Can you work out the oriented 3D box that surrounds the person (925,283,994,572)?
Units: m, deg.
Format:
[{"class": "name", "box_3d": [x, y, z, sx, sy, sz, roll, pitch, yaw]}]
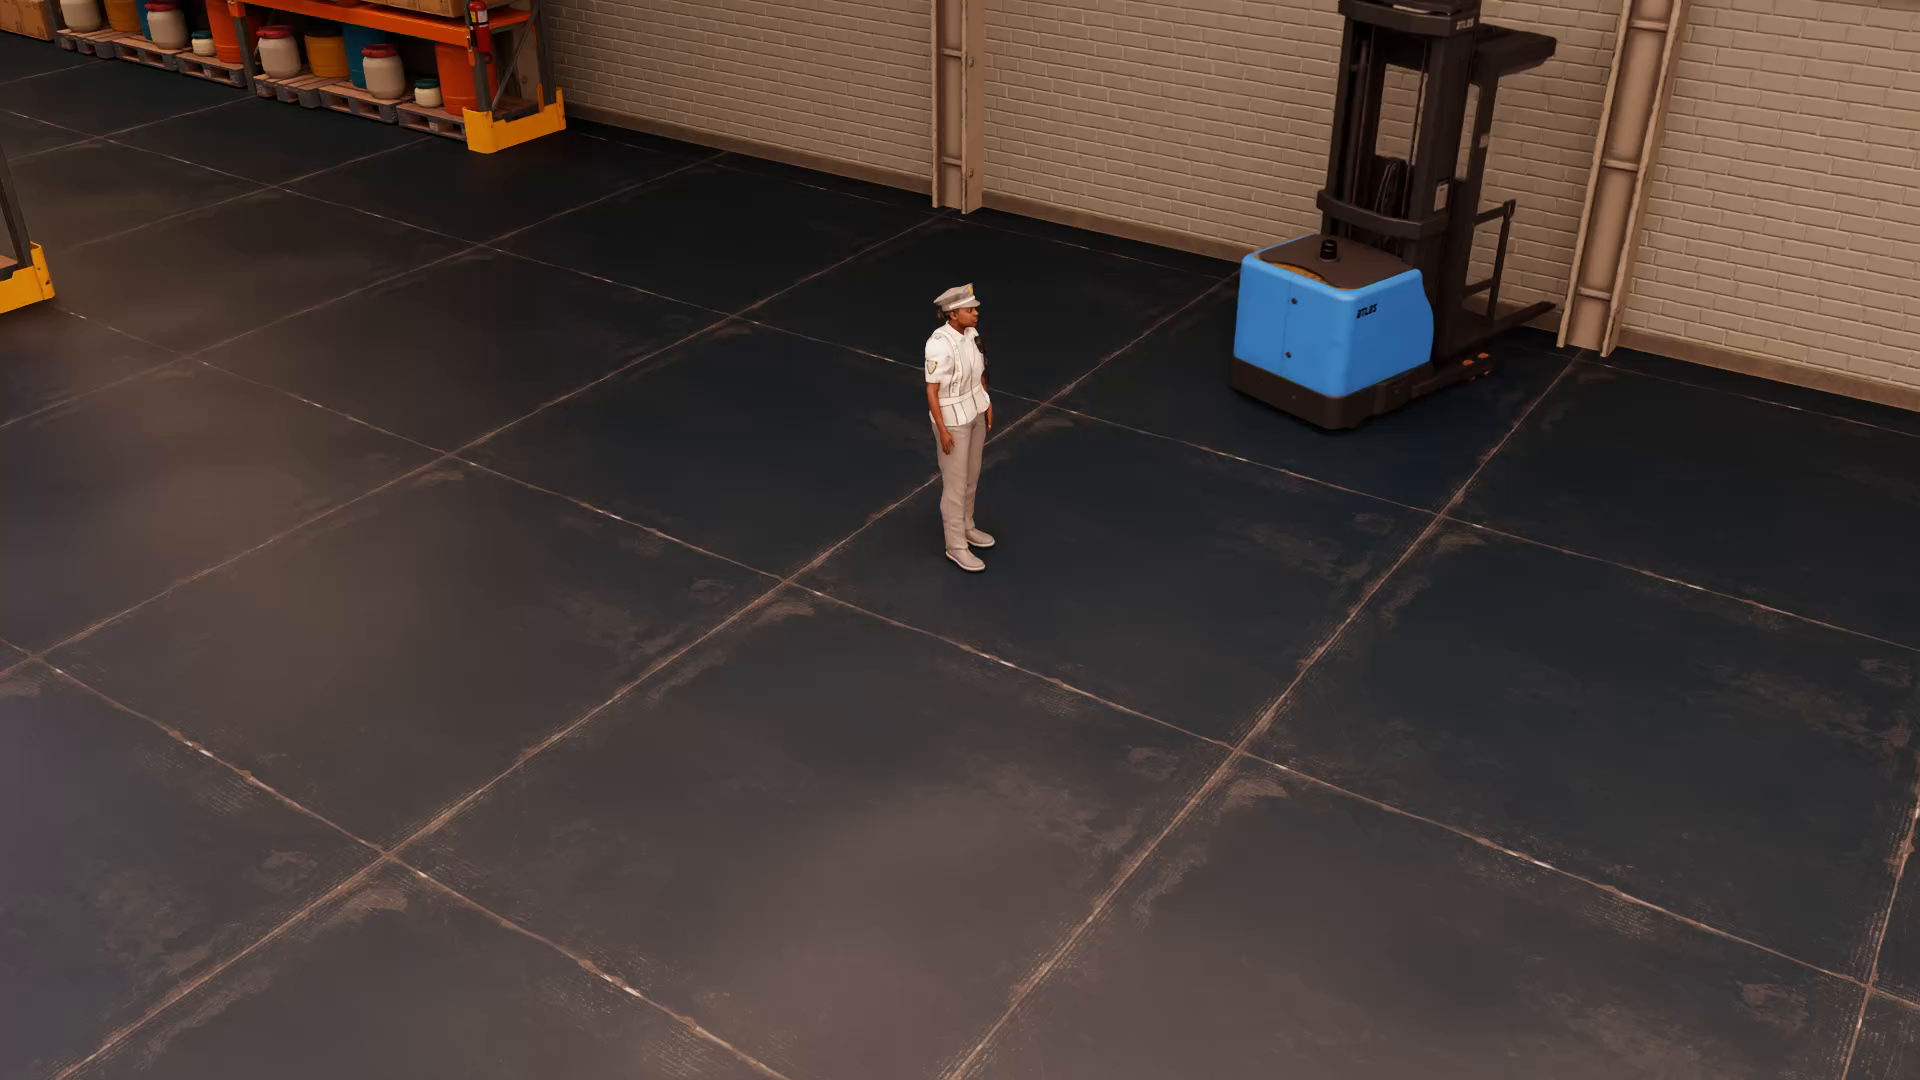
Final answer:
[{"class": "person", "box_3d": [0.051, -0.710, 10.020, 0.528, 1.695, 0.569, 19, 35, 29]}]

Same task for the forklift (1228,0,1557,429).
[{"class": "forklift", "box_3d": [3.455, -2.647, 12.140, 3.031, 2.935, 1.130, -22, 37, -33]}]
